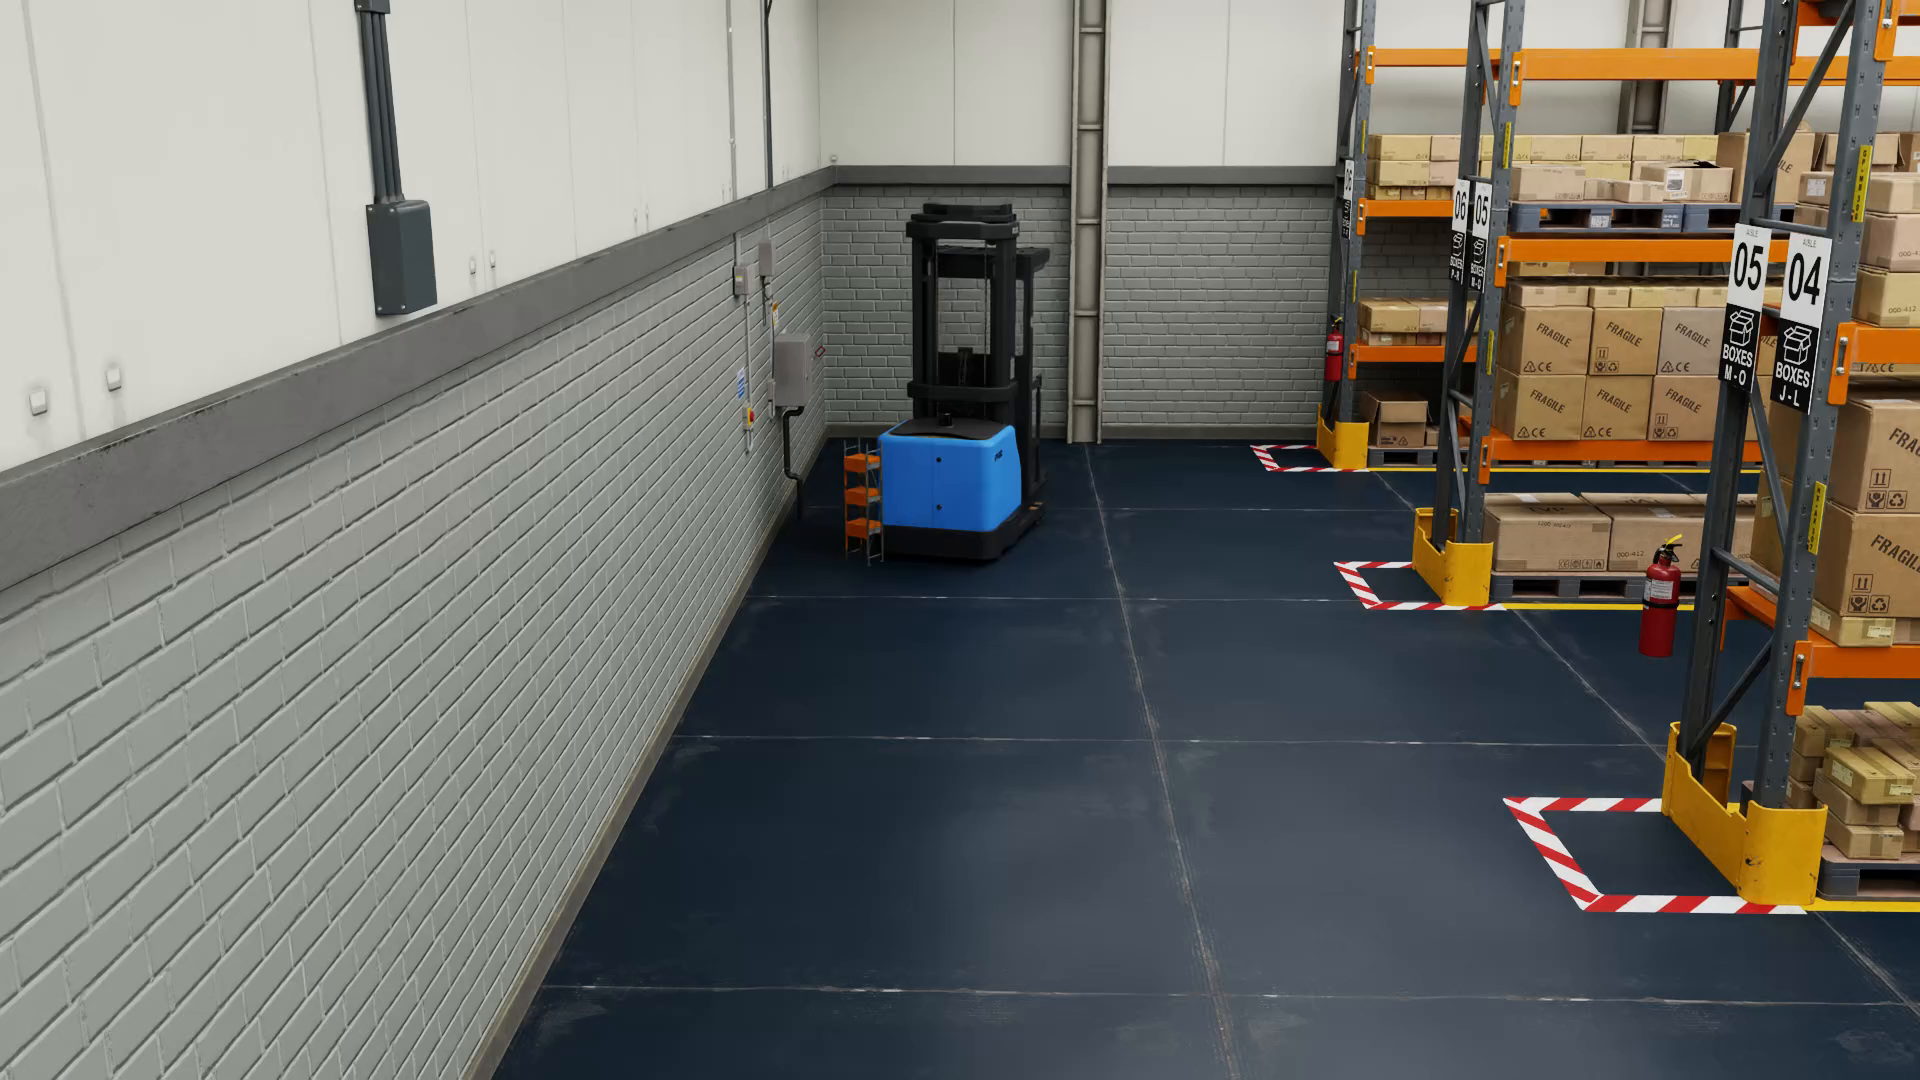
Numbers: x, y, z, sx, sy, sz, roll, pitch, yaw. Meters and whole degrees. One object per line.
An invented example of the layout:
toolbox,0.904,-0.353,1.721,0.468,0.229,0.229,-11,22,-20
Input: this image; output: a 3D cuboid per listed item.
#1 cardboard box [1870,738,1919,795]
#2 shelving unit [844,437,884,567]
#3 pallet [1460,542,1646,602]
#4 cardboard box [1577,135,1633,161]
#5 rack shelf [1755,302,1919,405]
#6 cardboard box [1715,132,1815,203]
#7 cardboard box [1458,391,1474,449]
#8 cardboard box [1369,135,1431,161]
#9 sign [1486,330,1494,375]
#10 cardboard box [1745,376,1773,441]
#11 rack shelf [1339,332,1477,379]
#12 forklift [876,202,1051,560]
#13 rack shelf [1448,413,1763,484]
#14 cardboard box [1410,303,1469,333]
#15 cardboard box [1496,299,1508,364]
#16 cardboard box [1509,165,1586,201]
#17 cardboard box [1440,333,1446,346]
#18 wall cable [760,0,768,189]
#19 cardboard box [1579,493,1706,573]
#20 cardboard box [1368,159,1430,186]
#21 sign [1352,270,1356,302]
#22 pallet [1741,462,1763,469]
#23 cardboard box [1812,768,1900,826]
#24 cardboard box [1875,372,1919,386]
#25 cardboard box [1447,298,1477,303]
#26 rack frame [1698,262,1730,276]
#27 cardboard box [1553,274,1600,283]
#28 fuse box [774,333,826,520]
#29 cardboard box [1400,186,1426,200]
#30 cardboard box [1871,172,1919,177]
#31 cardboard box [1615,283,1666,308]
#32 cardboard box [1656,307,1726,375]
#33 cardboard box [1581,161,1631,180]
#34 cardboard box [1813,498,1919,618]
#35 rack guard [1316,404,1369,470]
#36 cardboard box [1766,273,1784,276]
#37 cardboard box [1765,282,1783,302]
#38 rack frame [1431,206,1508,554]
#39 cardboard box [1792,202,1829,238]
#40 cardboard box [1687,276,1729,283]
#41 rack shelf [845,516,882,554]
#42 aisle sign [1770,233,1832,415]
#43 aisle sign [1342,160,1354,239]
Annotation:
cardboard box,4.744,1.128,8.284,0.250,0.149,0.380,1,15,2
shelving unit,-0.810,-0.323,14.008,0.252,1.050,0.215,11,18,36
pallet,4.777,0.249,13.481,1.213,0.211,1.003,0,15,1
cardboard box,6.572,-4.036,17.108,0.500,0.250,0.500,1,15,2
rack shelf,5.949,-0.911,7.942,4.000,0.370,1.077,0,15,1
cardboard box,5.987,-2.783,12.413,0.500,0.500,0.500,1,15,2
cardboard box,5.561,-1.301,17.967,0.500,0.500,0.700,1,15,4
cardboard box,4.536,-4.046,17.148,0.500,0.250,0.500,0,15,1
sign,3.955,-1.400,12.412,0.005,0.325,0.100,0,15,1
cardboard box,5.964,-1.053,12.755,0.500,0.500,0.500,1,15,3
rack shelf,6.098,-1.989,17.910,4.000,0.370,1.077,0,15,1
forklift,0.177,-1.583,15.096,1.130,2.935,3.031,4,15,15
rack shelf,5.975,-0.723,13.112,4.000,0.370,1.077,0,15,1
cardboard box,5.049,-2.346,17.565,0.500,0.250,0.500,1,15,2
cardboard box,4.463,-1.674,13.147,0.500,0.500,0.500,1,15,3
cardboard box,4.428,-2.733,12.715,0.500,0.250,0.500,-1,15,-4
cardboard box,5.190,-2.156,17.626,0.250,0.149,0.380,1,15,3
wall cable,-1.696,-4.142,12.899,0.029,3.000,2.355,0,15,1
cardboard box,5.553,-0.066,13.408,0.875,0.438,0.875,1,15,3
cardboard box,4.535,-3.799,17.191,0.500,0.250,0.500,0,15,1
sign,4.085,-2.630,17.232,0.005,0.325,0.100,0,15,1
pallet,8.911,-0.980,18.141,1.213,0.211,1.003,0,15,1
cardboard box,4.467,1.279,8.293,0.250,0.149,0.380,1,15,4
cardboard box,4.920,-0.554,8.320,0.500,0.500,0.500,0,15,0
cardboard box,5.575,-2.478,18.063,0.500,0.250,0.500,1,15,3
rack frame,8.097,-2.324,17.768,0.127,3.000,1.000,0,15,1
cardboard box,4.854,-2.003,13.123,0.250,0.149,0.380,0,15,1
fuse box,-1.463,-1.027,15.377,0.414,1.711,0.539,0,15,1
cardboard box,4.674,-3.623,17.303,0.250,0.149,0.380,1,15,2
cardboard box,4.534,-1.685,8.000,0.250,0.149,0.380,1,15,2
cardboard box,5.108,-1.845,12.526,0.250,0.149,0.380,0,15,0
cardboard box,5.479,-1.537,12.631,0.500,0.500,0.500,0,15,1
cardboard box,6.577,-3.792,17.163,0.500,0.250,0.500,1,15,3
cardboard box,4.392,0.060,7.953,0.500,0.500,0.500,1,15,4
rack guard,4.174,-1.141,18.184,0.348,0.500,1.175,0,15,1
cardboard box,8.575,-2.515,17.474,0.500,0.500,0.700,1,15,3
cardboard box,6.136,-1.847,12.532,0.250,0.149,0.380,0,15,1
rack frame,3.975,-1.084,13.069,0.127,3.000,1.000,0,15,1
cardboard box,4.417,-1.503,8.089,0.500,0.250,0.500,0,15,0
cardboard box,5.878,-1.978,13.028,0.250,0.149,0.380,1,15,3
rack shelf,-0.810,-0.045,14.082,0.240,0.259,0.215,11,18,36
aisle sign,3.869,-1.002,7.662,0.004,0.787,0.394,0,15,1
aisle sign,4.023,-3.533,17.253,0.004,0.787,0.394,0,15,1
